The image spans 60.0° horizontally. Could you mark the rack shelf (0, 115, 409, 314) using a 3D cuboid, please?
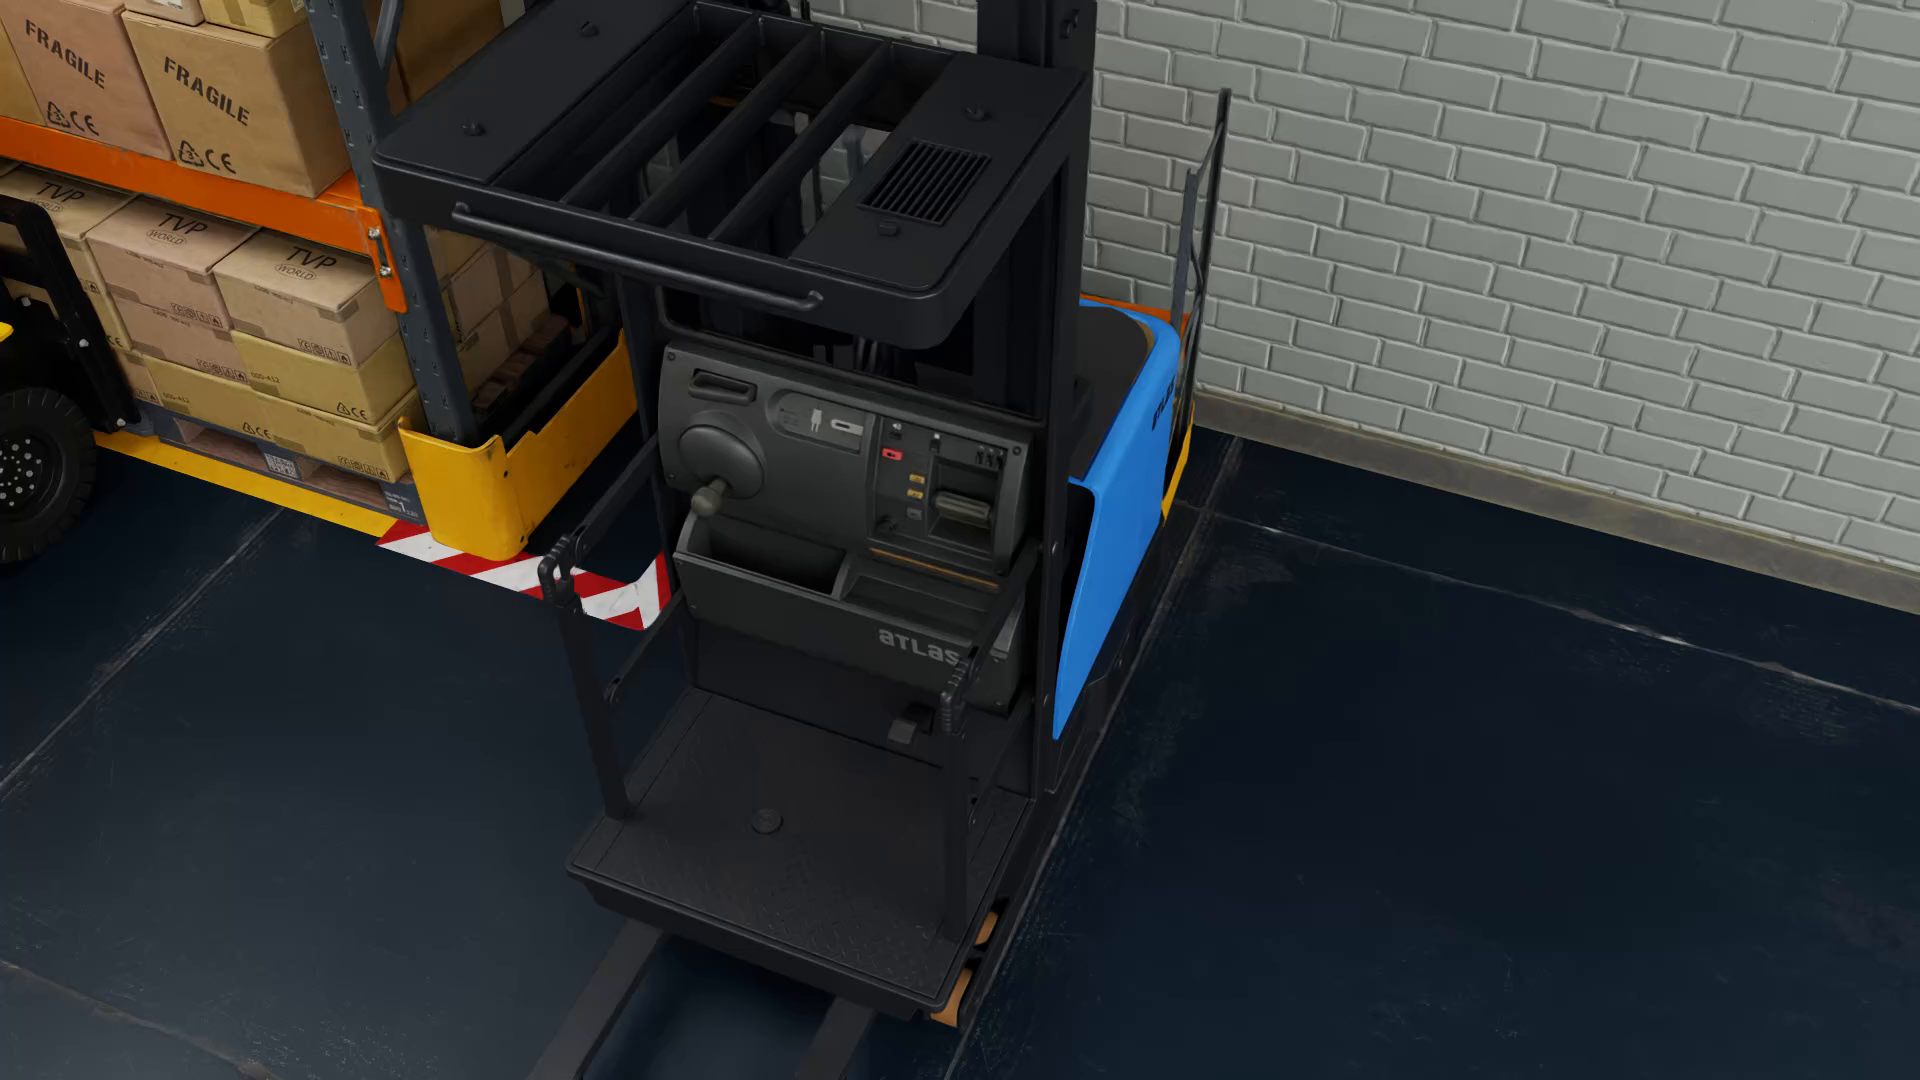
[{"bbox_3d":[-3.340,-1.698,5.840,4.000,0.370,1.077,16,47,16],"label":"rack shelf"}]

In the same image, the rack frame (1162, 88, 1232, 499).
[{"bbox_3d":[0.724,-0.654,5.344,0.032,1.500,0.500,13,46,13],"label":"rack frame"}]

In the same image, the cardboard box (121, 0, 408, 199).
[{"bbox_3d":[-2.050,-1.408,4.967,0.500,0.500,0.500,15,47,15],"label":"cardboard box"}]

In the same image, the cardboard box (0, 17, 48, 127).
[{"bbox_3d":[-2.998,-1.694,5.255,0.500,0.500,0.500,16,47,15],"label":"cardboard box"}]

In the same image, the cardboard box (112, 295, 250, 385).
[{"bbox_3d":[-2.523,-0.833,5.758,0.500,0.250,0.500,16,47,15],"label":"cardboard box"}]

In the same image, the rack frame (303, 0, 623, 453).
[{"bbox_3d":[-1.495,-1.410,5.040,0.127,3.000,1.000,16,47,16],"label":"rack frame"}]

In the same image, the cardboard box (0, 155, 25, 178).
[{"bbox_3d":[-3.447,-1.268,5.841,0.500,0.250,0.500,16,47,15],"label":"cardboard box"}]

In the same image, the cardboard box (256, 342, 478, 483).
[{"bbox_3d":[-2.050,-0.506,5.783,0.500,0.250,0.500,17,47,16],"label":"cardboard box"}]

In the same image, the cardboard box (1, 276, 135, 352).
[{"bbox_3d":[-3.007,-0.959,5.885,0.500,0.250,0.500,15,47,15],"label":"cardboard box"}]

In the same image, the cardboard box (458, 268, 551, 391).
[{"bbox_3d":[-1.873,-0.844,6.124,0.500,0.250,0.500,17,47,16],"label":"cardboard box"}]

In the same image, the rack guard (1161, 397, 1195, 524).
[{"bbox_3d":[0.705,-0.215,5.789,0.087,0.250,0.587,13,46,13],"label":"rack guard"}]

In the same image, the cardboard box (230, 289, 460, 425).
[{"bbox_3d":[-2.064,-0.690,5.614,0.500,0.250,0.500,16,47,15],"label":"cardboard box"}]

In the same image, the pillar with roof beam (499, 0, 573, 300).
[{"bbox_3d":[-3.448,-1.510,0.887,0.400,9.000,9.100,16,47,16],"label":"pillar with roof beam"}]

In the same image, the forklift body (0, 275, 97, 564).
[{"bbox_3d":[-3.947,-0.436,4.663,1.214,2.155,2.313,16,47,16],"label":"forklift body"}]

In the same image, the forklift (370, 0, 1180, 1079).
[{"bbox_3d":[-0.368,-0.089,3.761,1.130,2.935,3.031,16,47,16],"label":"forklift"}]

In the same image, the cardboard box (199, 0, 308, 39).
[{"bbox_3d":[-1.922,-1.587,4.687,0.250,0.149,0.380,17,47,16],"label":"cardboard box"}]

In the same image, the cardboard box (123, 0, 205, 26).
[{"bbox_3d":[-2.170,-1.637,4.738,0.250,0.149,0.380,17,47,16],"label":"cardboard box"}]

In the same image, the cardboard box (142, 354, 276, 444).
[{"bbox_3d":[-2.505,-0.647,5.925,0.500,0.250,0.500,16,47,16],"label":"cardboard box"}]

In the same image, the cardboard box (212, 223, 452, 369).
[{"bbox_3d":[-2.040,-0.860,5.431,0.500,0.250,0.500,18,48,17],"label":"cardboard box"}]

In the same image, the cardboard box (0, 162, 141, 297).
[{"bbox_3d":[-2.983,-1.126,5.697,0.500,0.250,0.500,17,47,16],"label":"cardboard box"}]

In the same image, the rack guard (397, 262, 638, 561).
[{"bbox_3d":[-1.472,-0.517,5.915,0.348,0.500,1.175,16,47,16],"label":"rack guard"}]

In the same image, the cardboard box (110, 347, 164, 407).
[{"bbox_3d":[-2.963,-0.789,6.068,0.500,0.250,0.500,17,47,16],"label":"cardboard box"}]

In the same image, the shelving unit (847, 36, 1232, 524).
[{"bbox_3d":[0.232,-0.767,5.457,1.083,1.500,0.587,13,46,13],"label":"shelving unit"}]

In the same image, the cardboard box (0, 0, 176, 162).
[{"bbox_3d":[-2.525,-1.555,5.115,0.500,0.500,0.500,18,48,17],"label":"cardboard box"}]

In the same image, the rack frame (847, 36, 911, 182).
[{"bbox_3d":[-0.243,-0.875,5.567,0.032,1.500,0.500,13,46,13],"label":"rack frame"}]

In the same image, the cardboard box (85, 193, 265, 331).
[{"bbox_3d":[-2.513,-0.995,5.566,0.500,0.250,0.500,17,47,17],"label":"cardboard box"}]

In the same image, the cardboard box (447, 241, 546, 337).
[{"bbox_3d":[-1.849,-1.024,5.950,0.500,0.250,0.500,17,47,17],"label":"cardboard box"}]

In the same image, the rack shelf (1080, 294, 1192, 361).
[{"bbox_3d":[0.240,-0.637,5.582,1.000,0.185,0.538,13,46,13],"label":"rack shelf"}]

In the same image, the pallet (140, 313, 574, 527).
[{"bbox_3d":[-2.217,-0.602,6.205,1.213,0.211,1.003,16,47,16],"label":"pallet"}]

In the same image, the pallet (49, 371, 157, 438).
[{"bbox_3d":[-3.339,-0.934,6.539,1.213,0.211,1.003,16,47,16],"label":"pallet"}]

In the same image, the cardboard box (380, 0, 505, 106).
[{"bbox_3d":[-1.845,-1.760,5.322,0.500,0.500,0.500,18,48,17],"label":"cardboard box"}]

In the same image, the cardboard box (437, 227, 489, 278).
[{"bbox_3d":[-1.865,-1.192,5.764,0.500,0.250,0.500,16,47,15],"label":"cardboard box"}]

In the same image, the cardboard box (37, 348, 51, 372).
[{"bbox_3d":[-3.451,-0.915,6.195,0.500,0.250,0.500,18,48,17],"label":"cardboard box"}]
